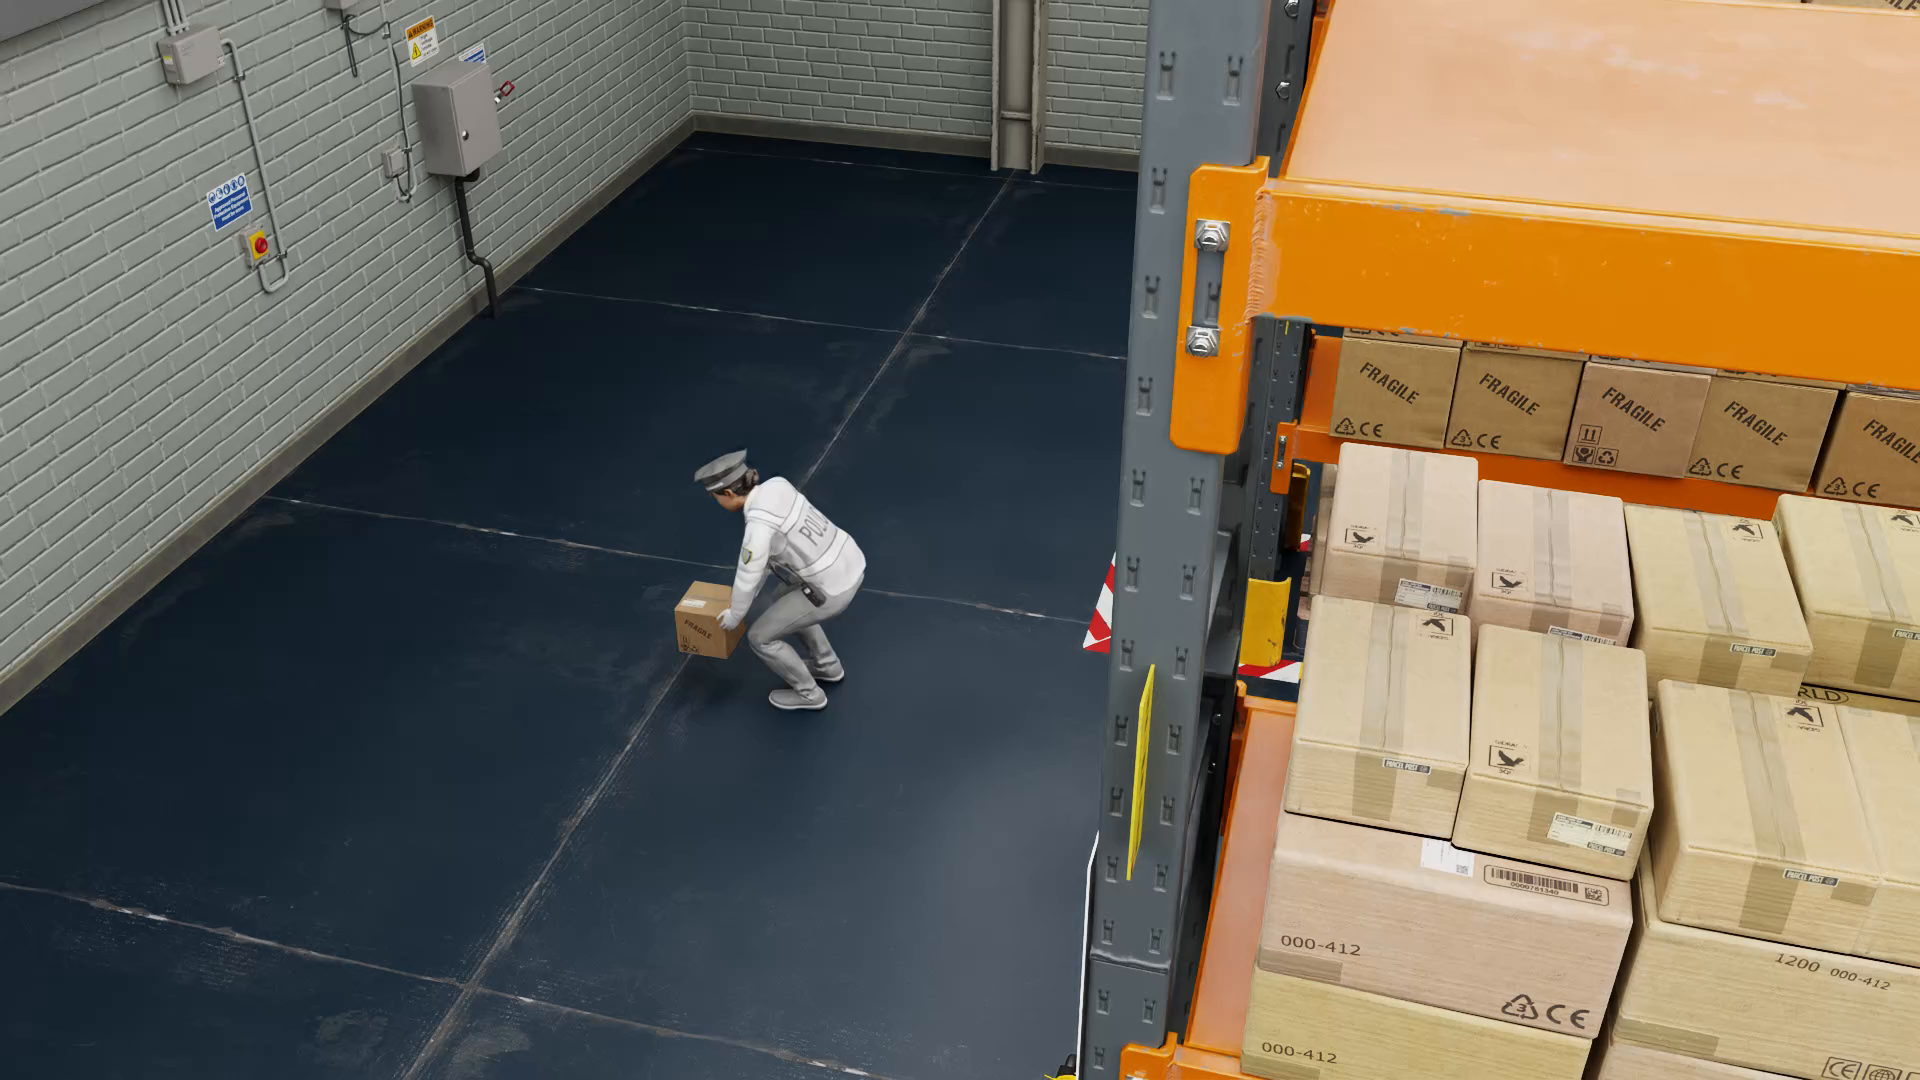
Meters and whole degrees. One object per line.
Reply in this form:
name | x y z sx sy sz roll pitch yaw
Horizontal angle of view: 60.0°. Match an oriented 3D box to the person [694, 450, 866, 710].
person | -0.822 0.191 7.707 0.749 1.294 0.526 8 34 12
